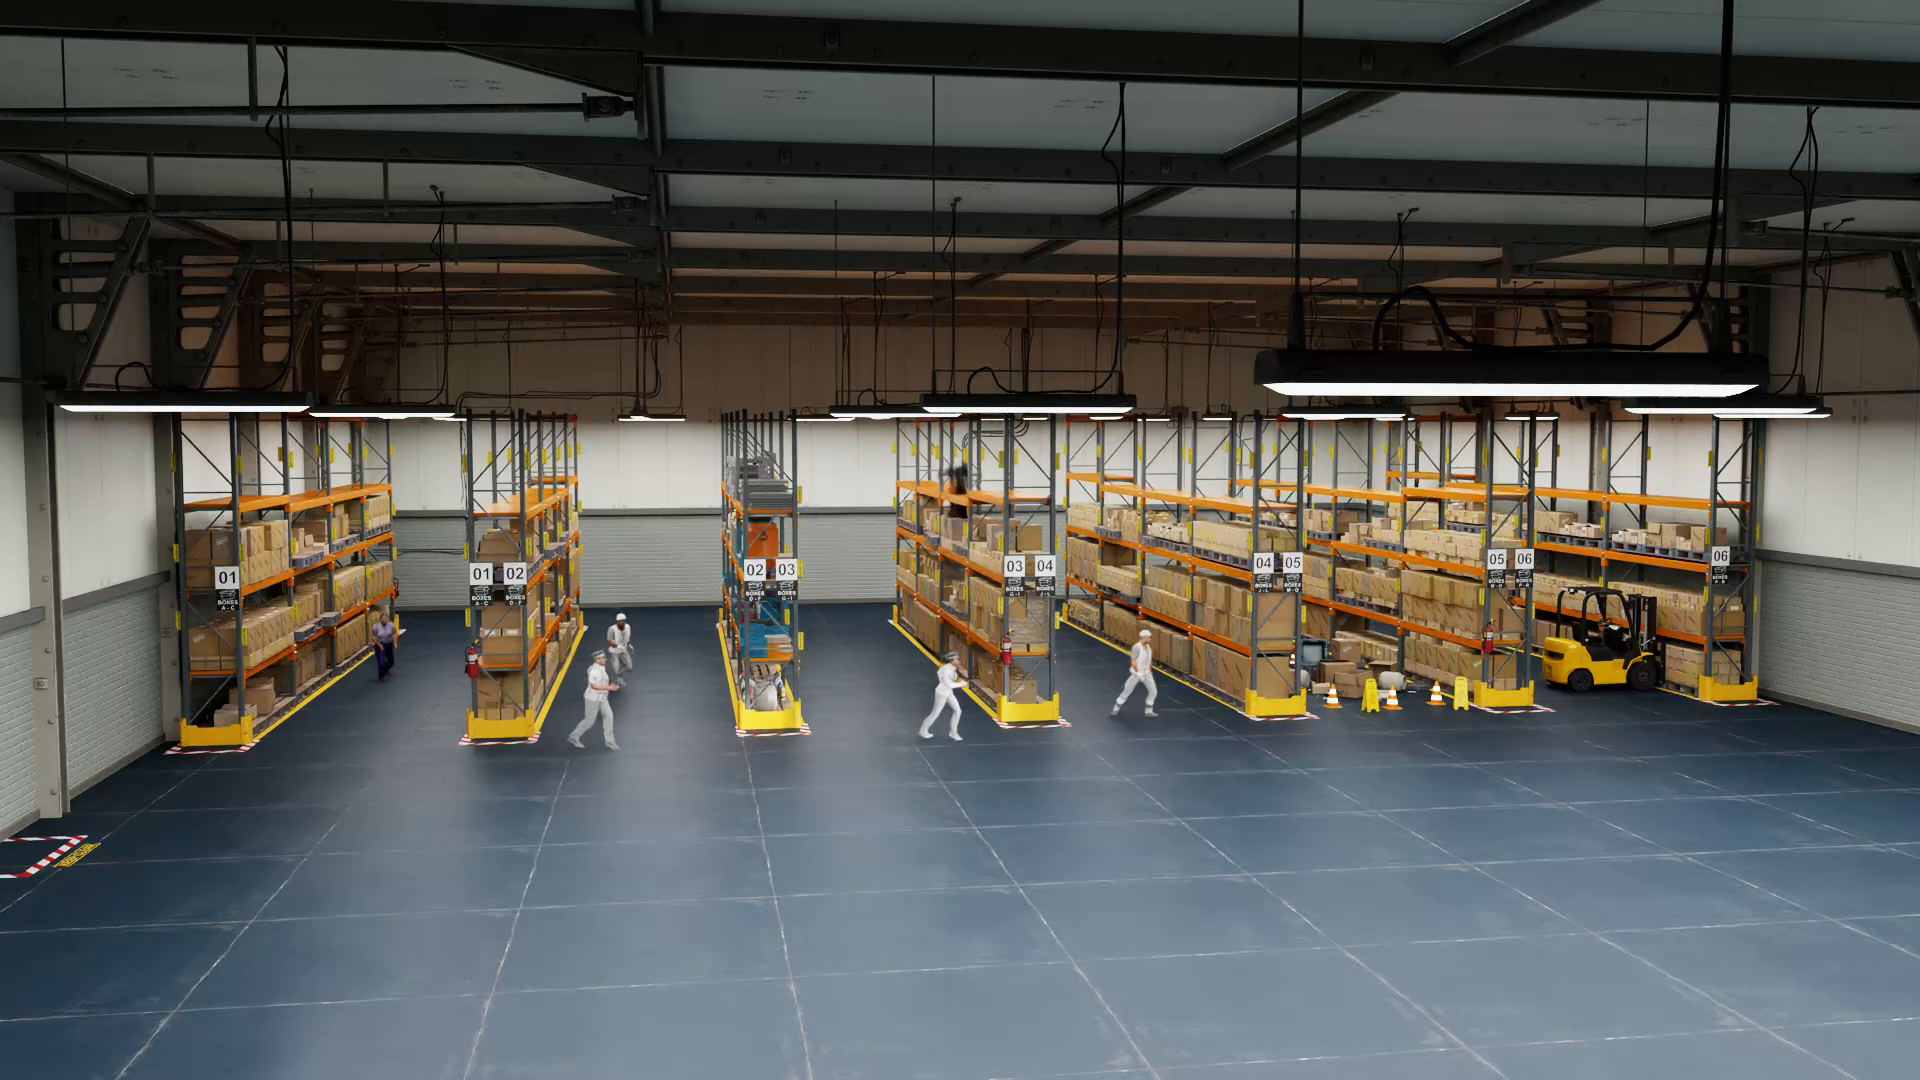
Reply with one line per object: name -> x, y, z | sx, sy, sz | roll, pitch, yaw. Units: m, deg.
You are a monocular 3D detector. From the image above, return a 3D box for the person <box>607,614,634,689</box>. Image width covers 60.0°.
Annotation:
person -> -7.277, 2.399, 35.699 | 0.708, 1.673, 0.774 | -3, 5, -41

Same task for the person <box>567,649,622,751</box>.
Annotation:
person -> -6.411, 2.815, 29.136 | 0.930, 1.818, 0.597 | 0, 4, 7

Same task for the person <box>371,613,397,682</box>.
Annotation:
person -> -12.845, 2.378, 37.013 | 0.590, 1.533, 0.753 | -3, 5, -38

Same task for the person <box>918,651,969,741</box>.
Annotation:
person -> -0.285, 2.816, 29.998 | 0.938, 1.659, 0.597 | 1, 4, 17

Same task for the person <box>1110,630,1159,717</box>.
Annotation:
person -> 3.405, 2.605, 32.438 | 0.840, 1.722, 0.740 | -3, 5, -38
